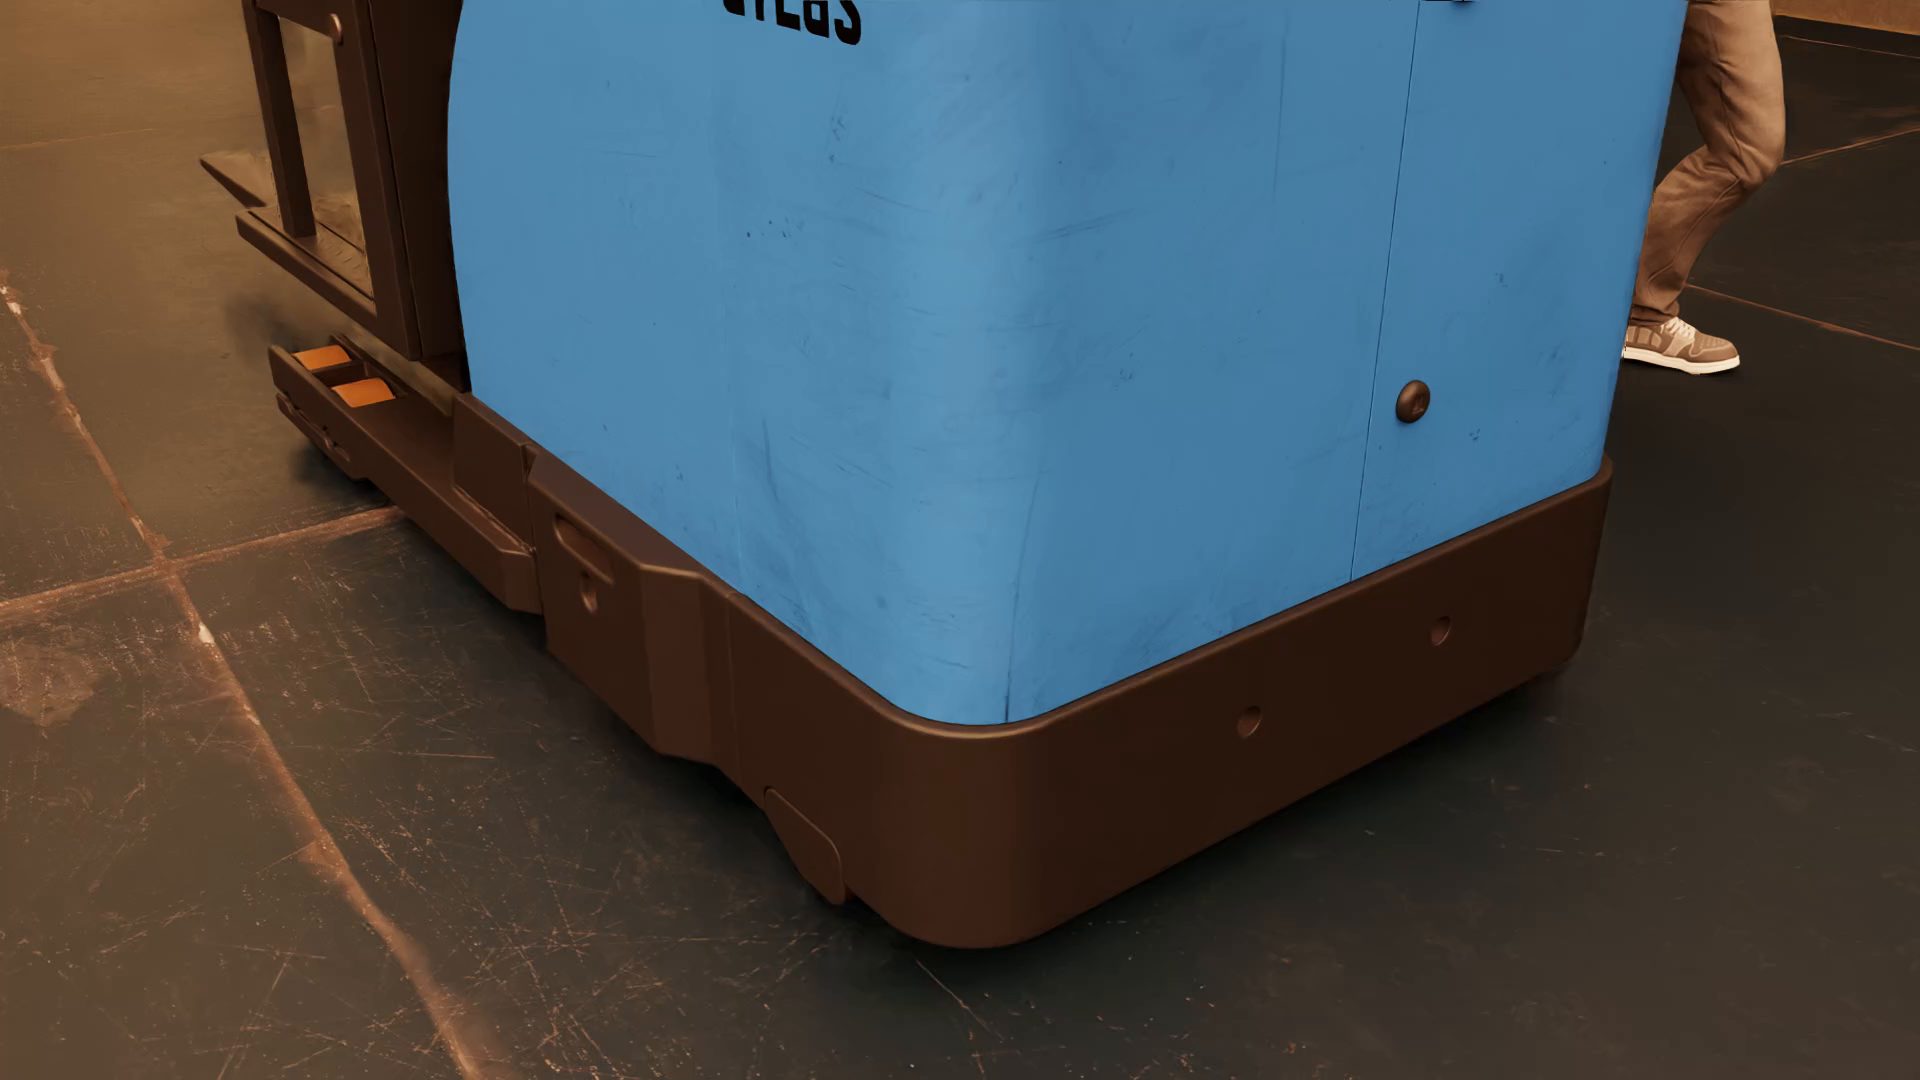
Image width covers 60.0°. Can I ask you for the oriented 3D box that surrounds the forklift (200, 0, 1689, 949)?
[{"bbox_3d":[-0.509,-1.522,2.265,1.130,2.935,3.031,-19,32,-33],"label":"forklift"}]

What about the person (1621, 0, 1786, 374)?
[{"bbox_3d":[1.083,-0.975,2.797,0.732,1.552,0.428,-8,28,-16],"label":"person"}]
